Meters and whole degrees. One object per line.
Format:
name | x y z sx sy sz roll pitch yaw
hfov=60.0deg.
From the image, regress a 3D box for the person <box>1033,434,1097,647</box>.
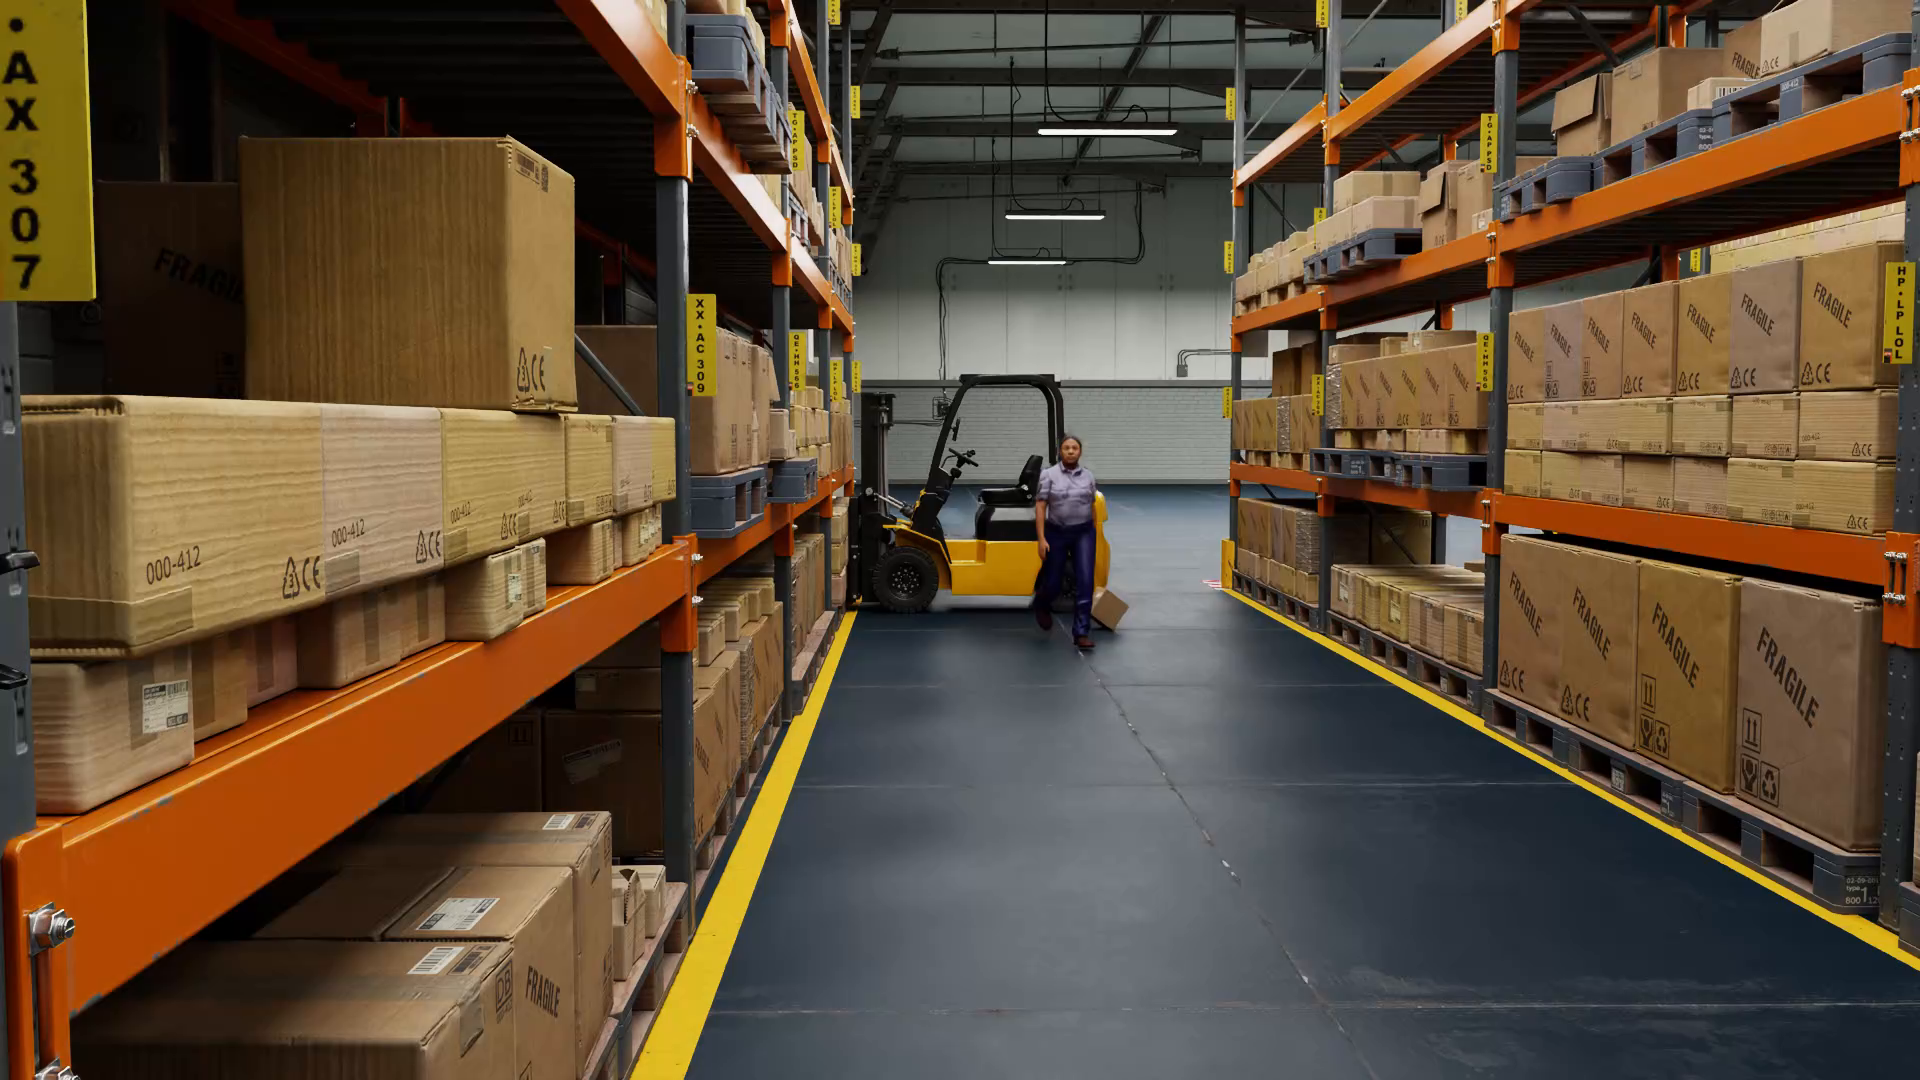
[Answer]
person | 0.809 -0.012 12.746 0.512 1.603 0.806 -1 4 -10
